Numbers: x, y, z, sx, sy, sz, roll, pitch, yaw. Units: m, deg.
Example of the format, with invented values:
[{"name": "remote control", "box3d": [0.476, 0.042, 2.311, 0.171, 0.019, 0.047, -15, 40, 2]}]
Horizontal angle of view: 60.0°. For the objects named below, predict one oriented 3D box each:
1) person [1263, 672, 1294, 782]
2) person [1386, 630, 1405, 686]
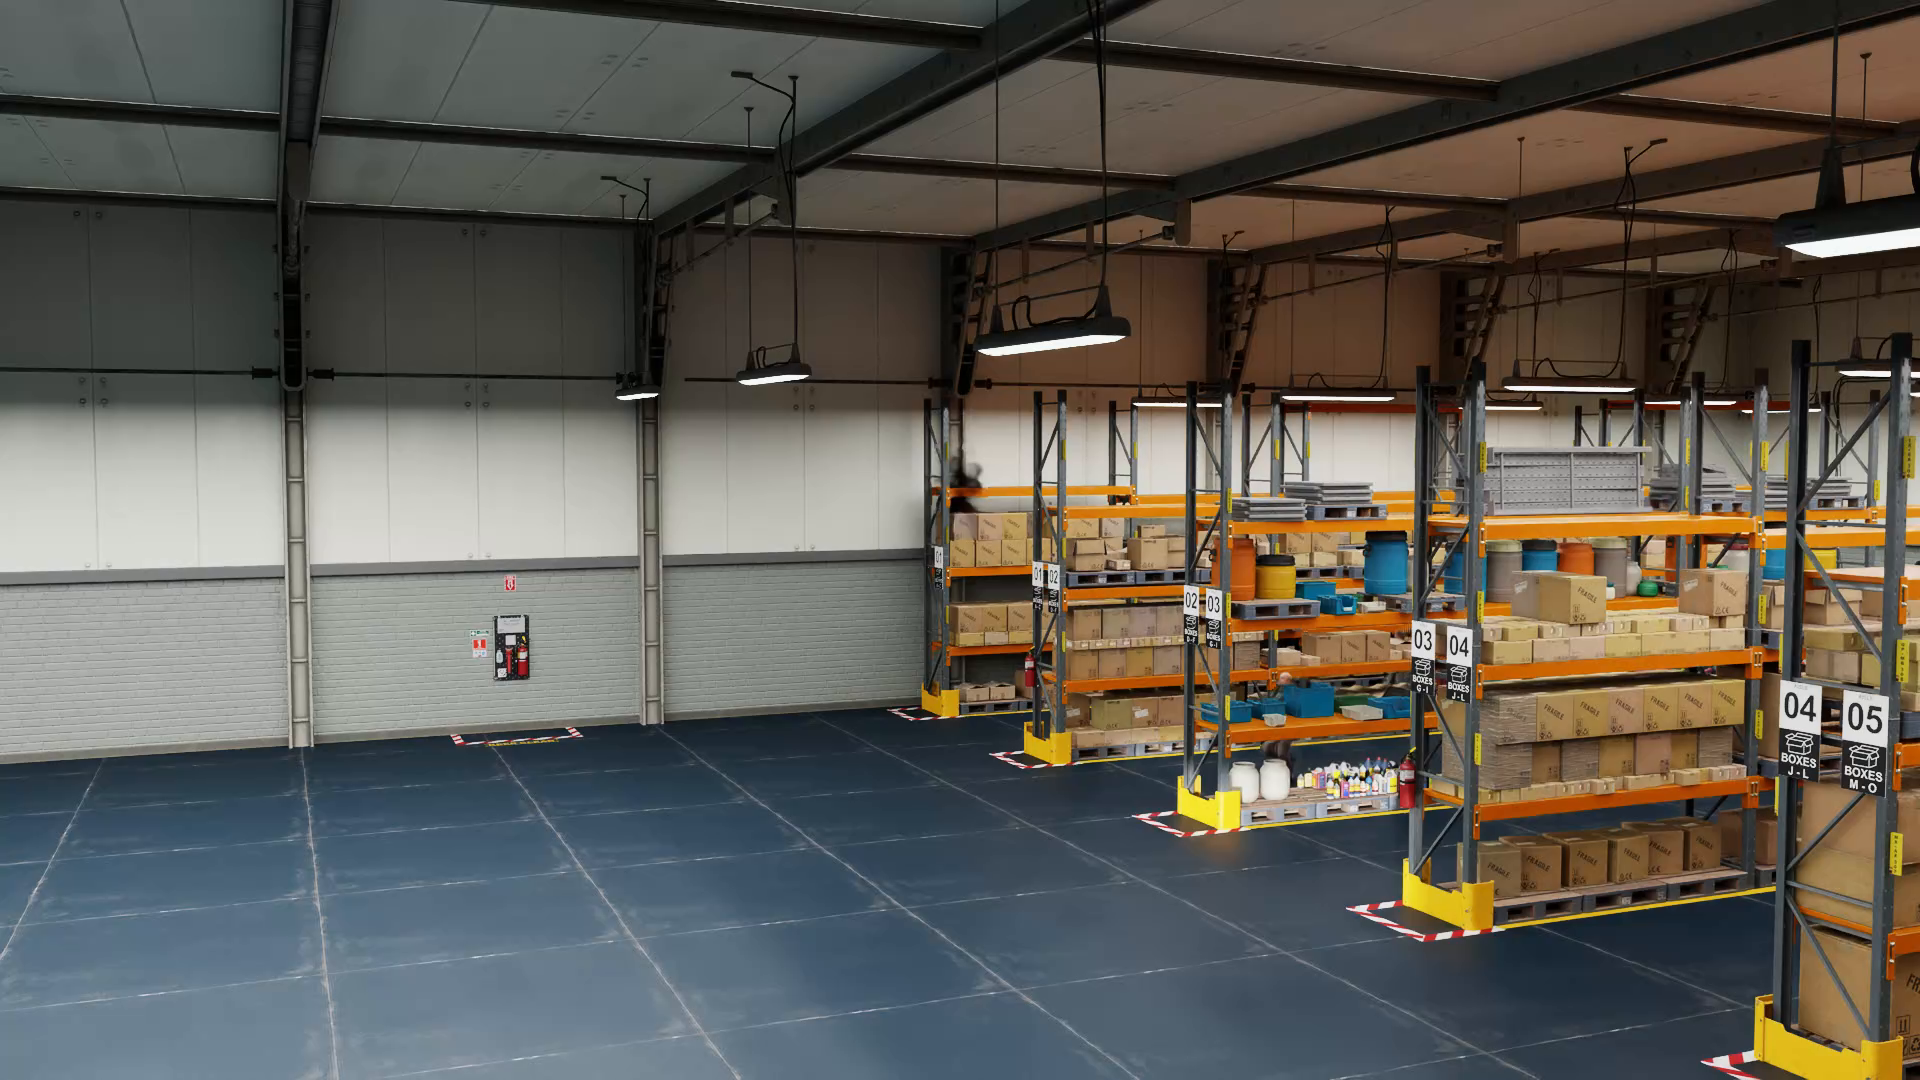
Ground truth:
[{"name": "person", "box3d": [4.847, 2.842, 25.186, 0.547, 1.681, 0.658, -2, 4, -29]}, {"name": "person", "box3d": [8.450, 2.503, 32.009, 0.666, 1.552, 0.541, -2, 4, -27]}]
